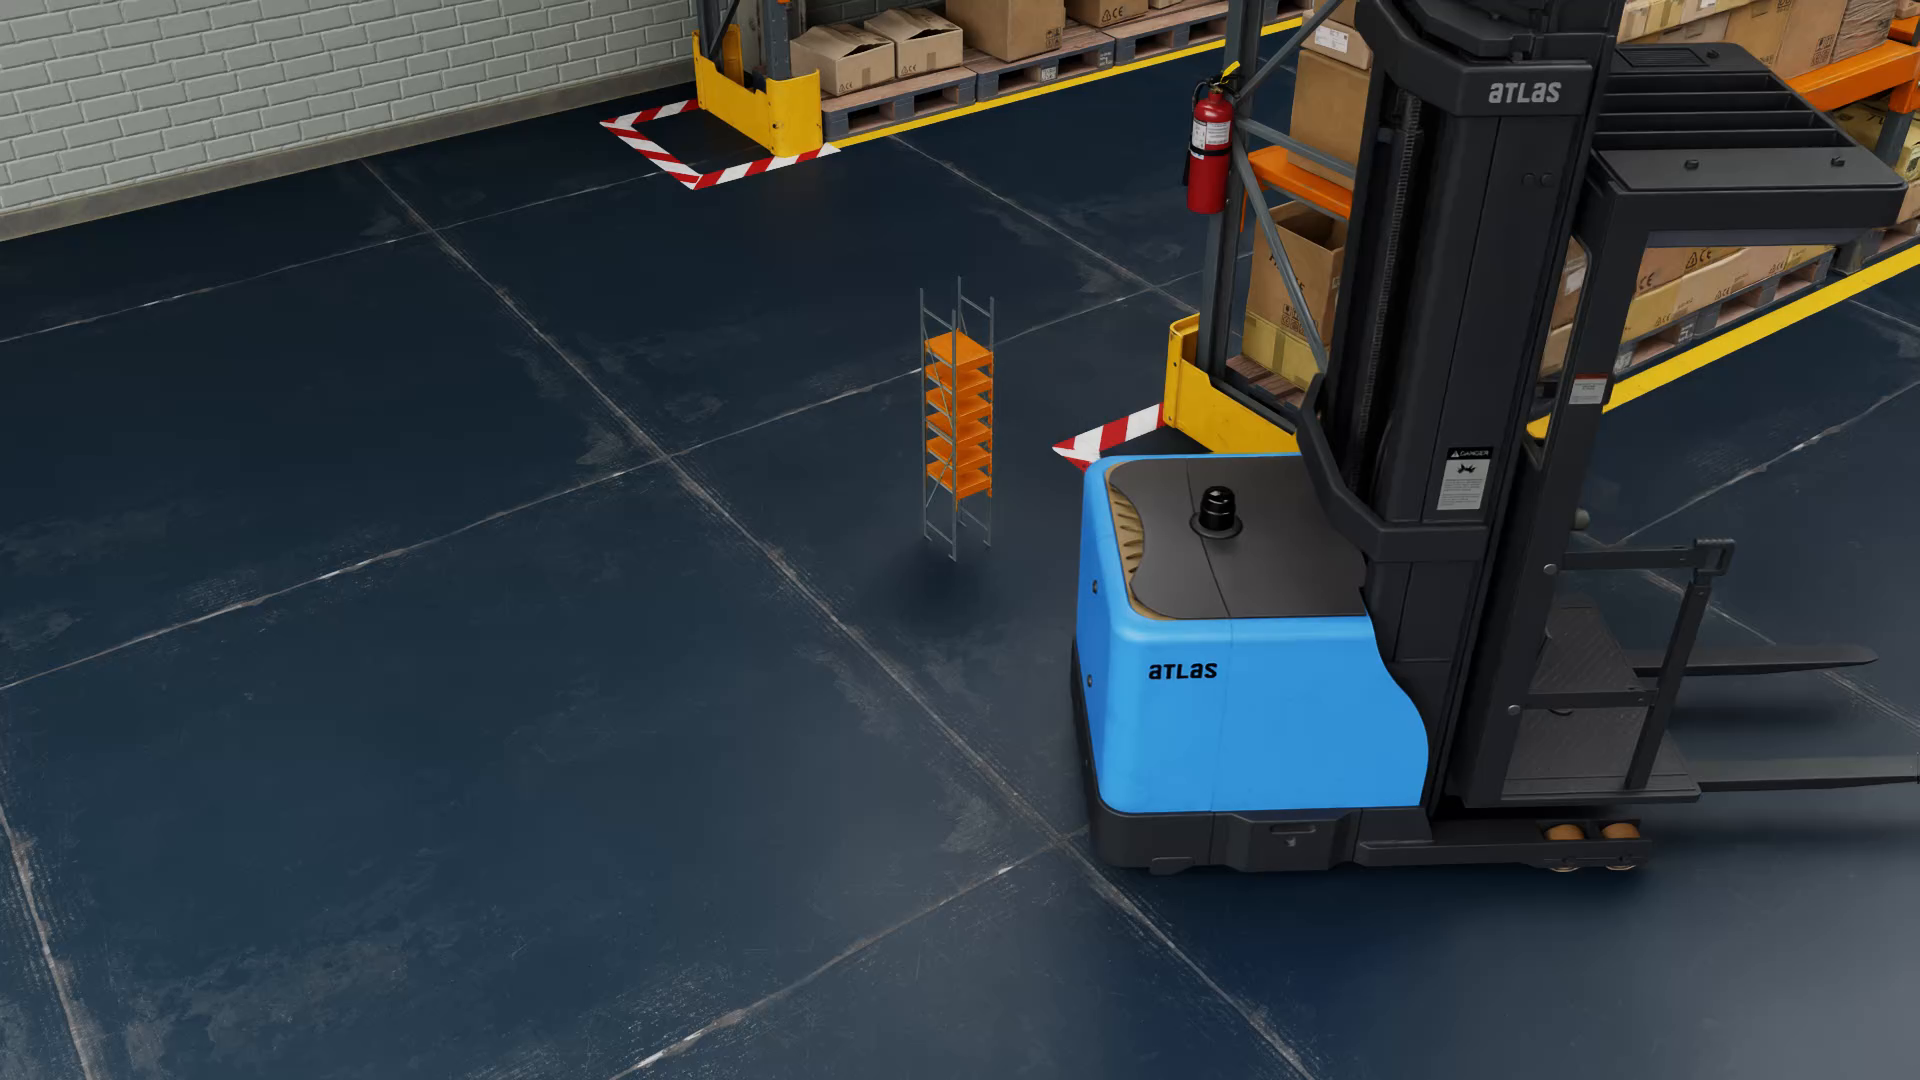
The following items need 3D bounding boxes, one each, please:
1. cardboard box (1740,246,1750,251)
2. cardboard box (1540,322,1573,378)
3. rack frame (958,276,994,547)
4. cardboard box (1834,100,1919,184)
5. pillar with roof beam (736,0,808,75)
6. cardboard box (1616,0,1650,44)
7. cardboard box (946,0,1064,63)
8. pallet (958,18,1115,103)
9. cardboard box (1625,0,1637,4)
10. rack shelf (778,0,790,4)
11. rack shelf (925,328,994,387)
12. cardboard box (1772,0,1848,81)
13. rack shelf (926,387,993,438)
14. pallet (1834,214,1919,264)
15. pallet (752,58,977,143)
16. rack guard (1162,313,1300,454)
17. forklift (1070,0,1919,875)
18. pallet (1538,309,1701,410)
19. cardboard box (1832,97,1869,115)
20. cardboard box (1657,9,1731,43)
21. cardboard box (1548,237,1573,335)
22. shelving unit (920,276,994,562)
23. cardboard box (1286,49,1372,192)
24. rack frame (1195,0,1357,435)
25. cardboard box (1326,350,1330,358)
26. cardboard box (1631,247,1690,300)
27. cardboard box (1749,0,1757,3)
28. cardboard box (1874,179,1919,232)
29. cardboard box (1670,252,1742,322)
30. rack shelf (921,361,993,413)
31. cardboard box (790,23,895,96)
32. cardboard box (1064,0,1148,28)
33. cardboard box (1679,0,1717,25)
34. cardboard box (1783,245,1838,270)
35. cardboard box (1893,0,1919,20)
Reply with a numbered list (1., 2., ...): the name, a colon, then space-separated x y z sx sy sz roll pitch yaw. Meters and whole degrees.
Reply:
1. cardboard box: 4.054 -1.883 8.651 0.500 0.500 0.500 -22 41 -28
2. cardboard box: 2.835 -1.068 8.161 0.500 0.250 0.500 -22 41 -28
3. rack frame: 0.063 -0.513 6.936 0.006 1.200 0.240 -22 41 -28
4. cardboard box: 5.204 -2.249 9.323 0.500 0.311 0.500 -22 41 -28
5. pillar with roof beam: 1.150 -4.994 6.486 0.400 9.000 9.100 -22 41 -28
6. cardboard box: 2.741 -2.283 7.213 0.250 0.149 0.380 -24 42 -29
7. cardboard box: 0.308 -3.733 11.635 0.500 0.500 0.700 -25 43 -31
8. pallet: 0.339 -3.522 11.966 1.213 0.211 1.003 -22 41 -28
9. cardboard box: 2.724 -2.687 7.220 0.500 0.500 0.700 -22 41 -28
10. rack shelf: 0.231 -4.345 11.338 4.000 0.370 1.077 -22 41 -28
11. rack shelf: -0.012 -0.738 6.709 0.180 0.103 0.258 -22 41 -28
12. cardboard box: 3.936 -2.655 8.286 0.500 0.500 0.700 -23 42 -28
13. rack shelf: -0.012 -0.544 6.849 0.180 0.103 0.258 -22 41 -28
14. pallet: 5.303 -2.081 9.963 1.213 0.211 1.003 -22 41 -28
15. pallet: -0.657 -3.114 11.399 1.213 0.211 1.003 -22 41 -28
16. rack guard: 1.434 -0.578 7.626 0.348 0.500 1.175 -22 41 -28
17. forklift: 1.951 -0.367 5.250 3.031 2.935 1.130 -1 36 -2
18. pallet: 3.050 -1.155 8.674 1.213 0.211 1.003 -22 41 -28
19. cardboard box: 4.889 -2.502 9.674 0.500 0.311 0.500 -22 41 -28
20. cardboard box: 3.106 -2.315 7.814 0.500 0.500 0.700 -21 41 -27
21. cardboard box: 2.427 -1.203 7.707 0.500 0.500 0.500 -22 41 -28
22. shelving unit: -0.012 -0.482 6.893 0.189 1.200 0.258 -22 41 -28
23. cardboard box: 1.842 -1.793 7.088 0.500 0.500 0.700 -22 41 -28
24. rack frame: 1.453 -1.601 6.908 0.127 3.000 1.000 -22 41 -28
25. cardboard box: 2.020 -0.730 7.691 0.500 0.250 0.500 -22 41 -28
26. cardboard box: 3.247 -1.537 8.172 0.500 0.500 0.500 -22 41 -28
27. cardboard box: 3.585 -2.631 7.697 0.250 0.149 0.380 -21 41 -27
28. cardboard box: 5.195 -2.018 9.483 0.500 0.250 0.500 -23 42 -29
29. cardboard box: 3.655 -1.402 8.626 0.500 0.250 0.500 -22 41 -28
30. rack shelf: -0.012 -0.641 6.779 0.180 0.103 0.258 -22 41 -28
31. cardboard box: -0.786 -3.241 11.114 0.500 0.311 0.500 -28 44 -33
32. cardboard box: 1.041 -4.105 12.153 0.500 0.500 0.500 -26 43 -31
33. cardboard box: 3.155 -2.451 7.448 0.250 0.149 0.380 -22 41 -27
34. cardboard box: 4.470 -1.741 9.097 0.500 0.250 0.500 -22 41 -28
35. cardboard box: 5.100 -3.072 9.081 0.500 0.250 0.500 -20 40 -25
